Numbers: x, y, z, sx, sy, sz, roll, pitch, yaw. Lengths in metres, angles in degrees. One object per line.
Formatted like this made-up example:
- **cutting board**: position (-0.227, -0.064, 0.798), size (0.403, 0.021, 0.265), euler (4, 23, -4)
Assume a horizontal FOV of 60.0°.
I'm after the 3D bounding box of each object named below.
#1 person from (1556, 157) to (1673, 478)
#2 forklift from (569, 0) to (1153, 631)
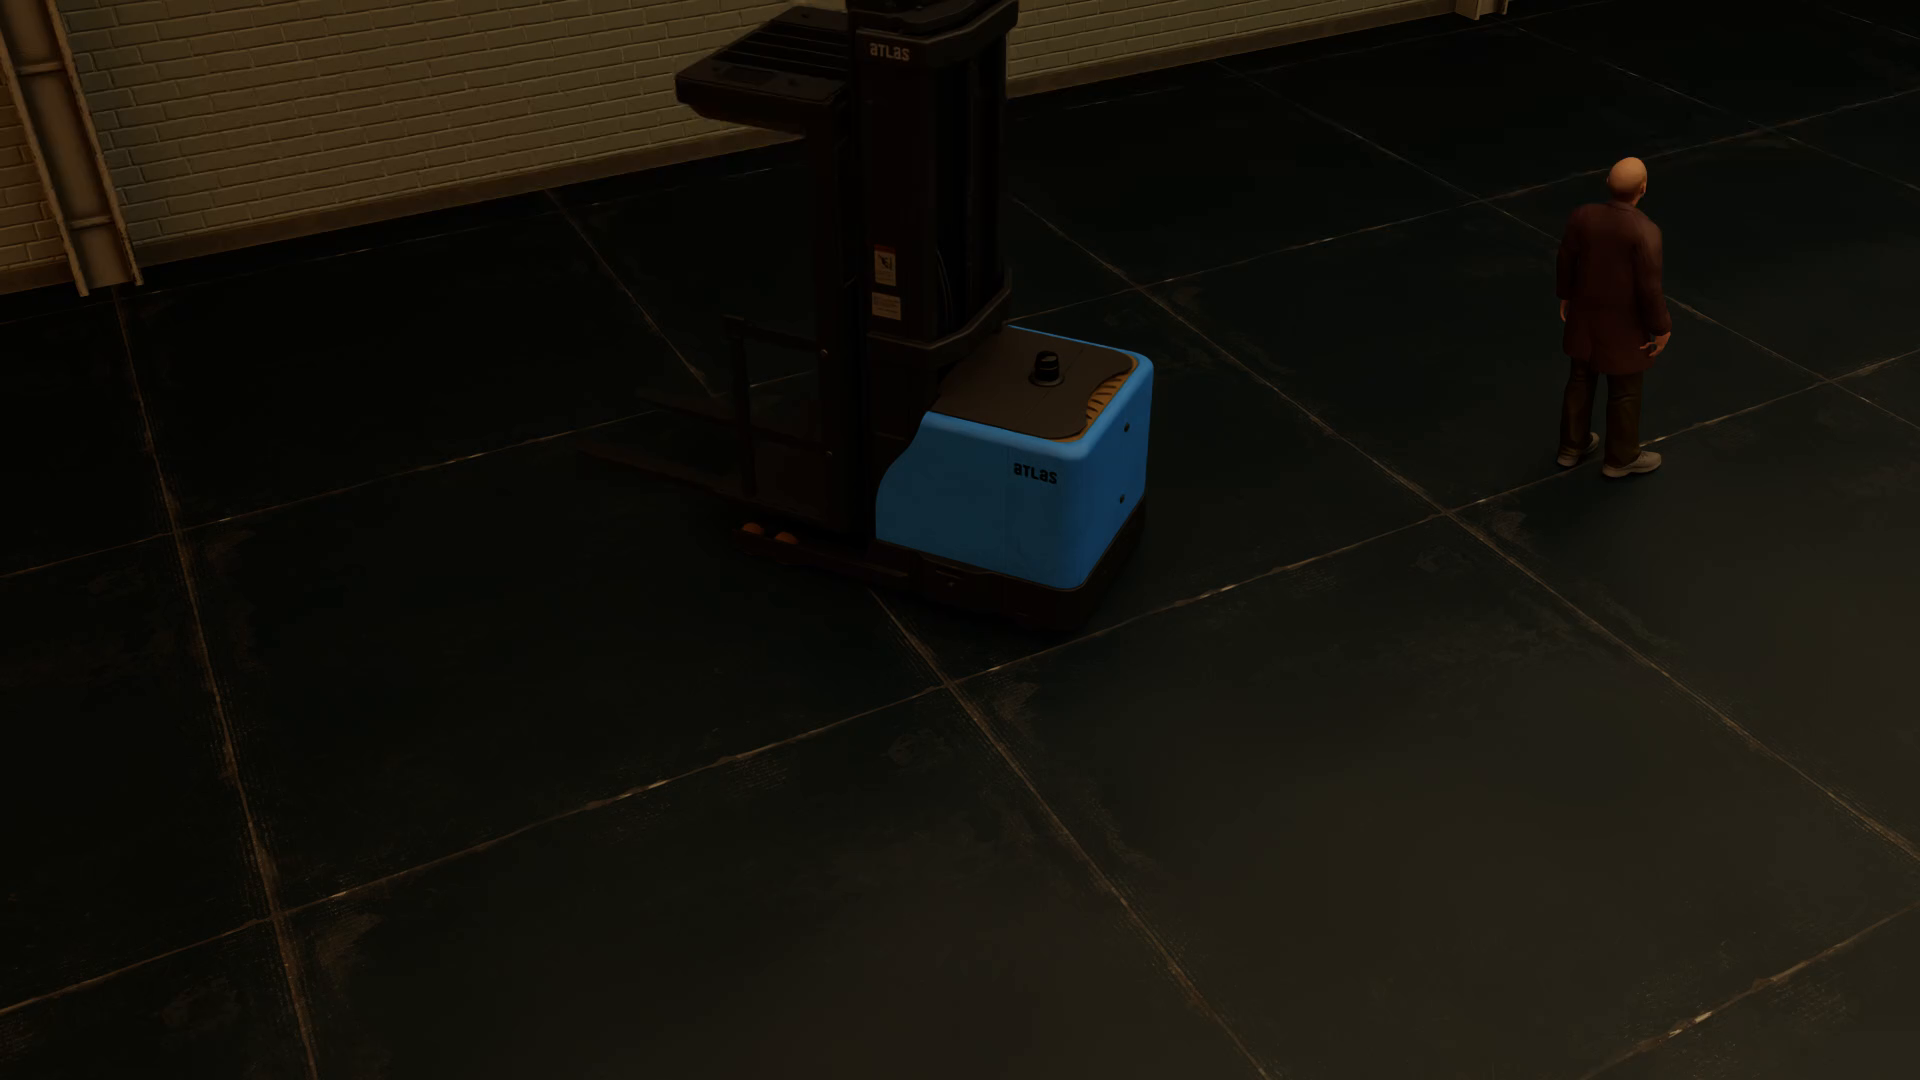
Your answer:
- **person**: position (3.487, -1.194, 8.799), size (0.581, 1.777, 0.698), euler (-22, 41, -27)
- **forklift**: position (-0.605, -1.328, 8.002), size (3.031, 2.935, 1.130), euler (15, 38, 20)
